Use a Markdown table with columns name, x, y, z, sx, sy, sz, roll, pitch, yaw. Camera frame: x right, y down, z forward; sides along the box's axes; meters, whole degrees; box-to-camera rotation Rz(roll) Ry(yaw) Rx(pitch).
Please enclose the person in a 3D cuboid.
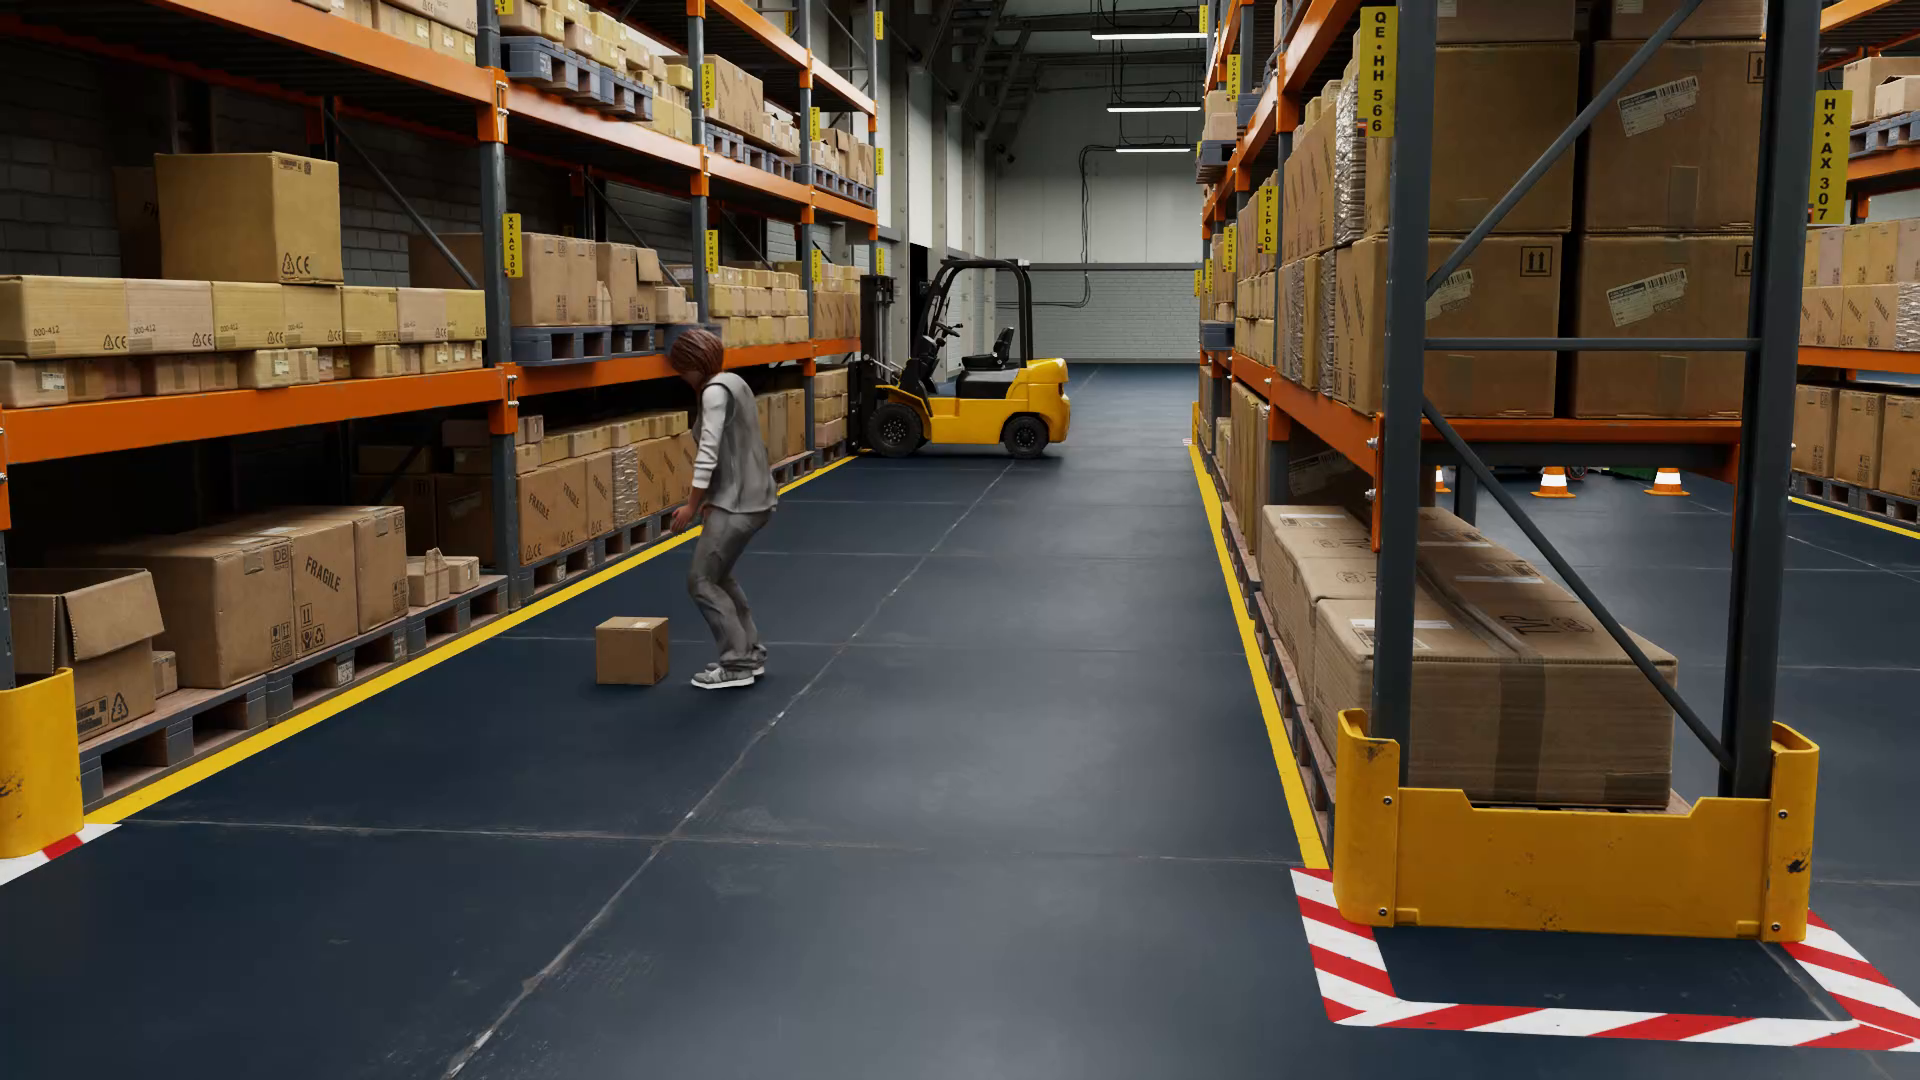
| name | x | y | z | sx | sy | sz | roll | pitch | yaw |
| --- | --- | --- | --- | --- | --- | --- | --- | --- | --- |
| person | -1.005 | -0.123 | 7.094 | 0.437 | 1.511 | 0.437 | 1 | 8 | 8 |
